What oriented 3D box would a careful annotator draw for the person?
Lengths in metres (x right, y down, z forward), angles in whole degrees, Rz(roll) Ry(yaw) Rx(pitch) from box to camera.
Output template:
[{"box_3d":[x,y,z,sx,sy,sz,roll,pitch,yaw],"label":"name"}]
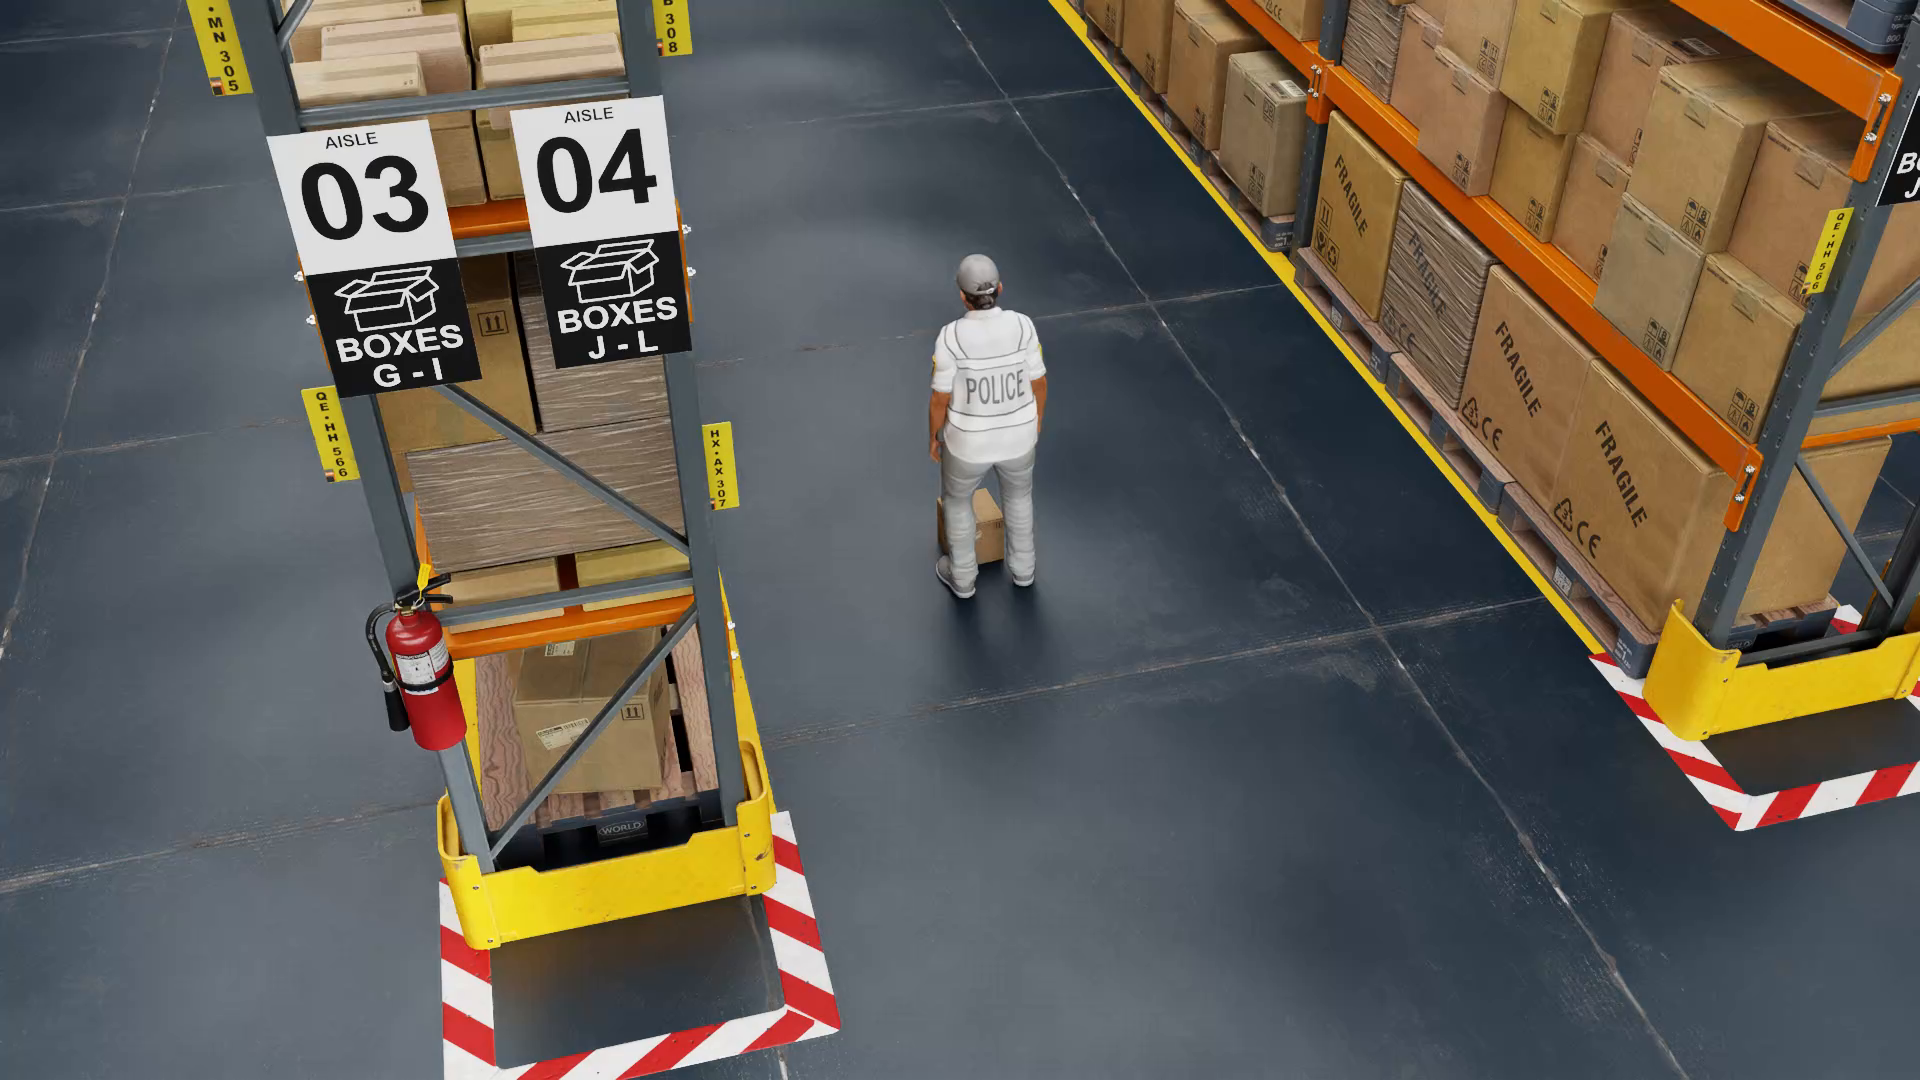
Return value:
[{"box_3d":[0.117,-0.476,7.309,0.537,1.665,0.468,-9,39,-12],"label":"person"}]
